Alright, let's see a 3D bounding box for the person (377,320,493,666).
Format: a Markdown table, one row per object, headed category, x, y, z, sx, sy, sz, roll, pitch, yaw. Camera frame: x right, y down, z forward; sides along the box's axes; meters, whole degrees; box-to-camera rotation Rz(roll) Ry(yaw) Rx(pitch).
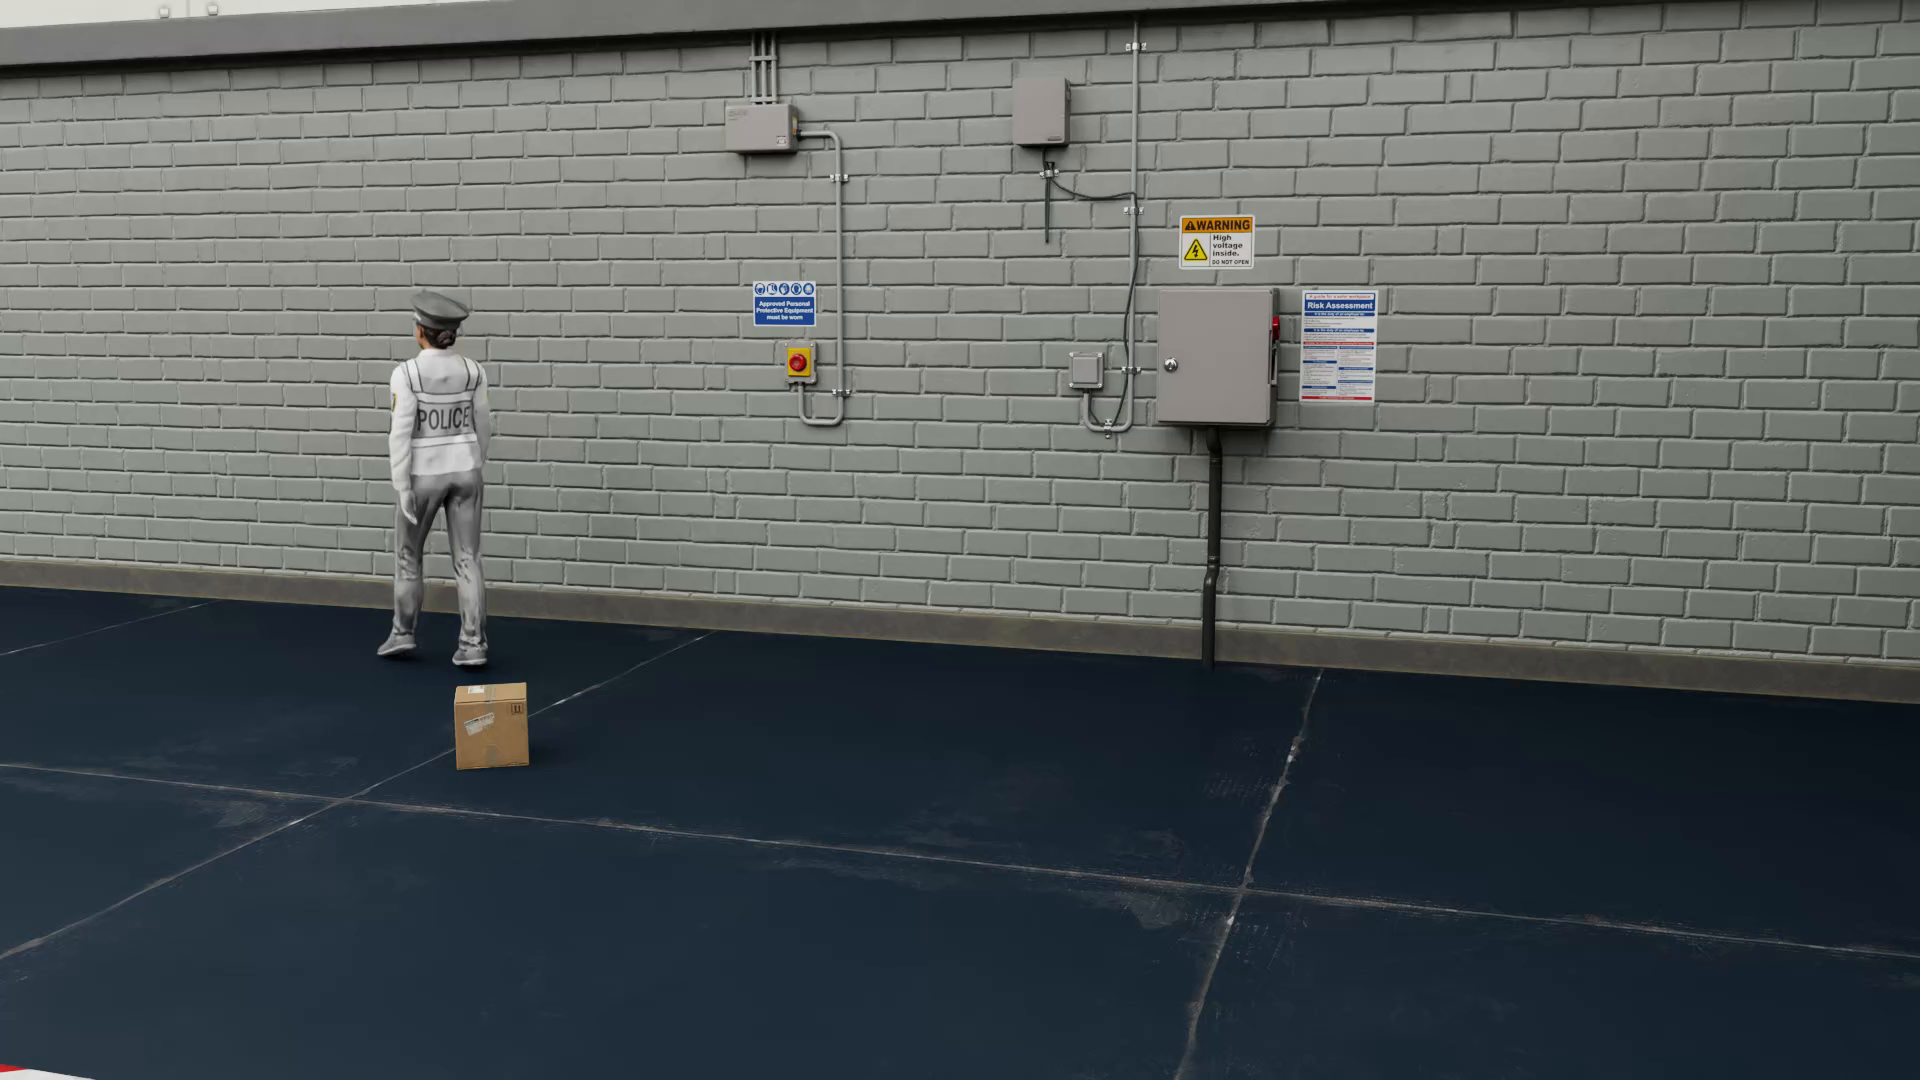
| category | x | y | z | sx | sy | sz | roll | pitch | yaw |
| --- | --- | --- | --- | --- | --- | --- | --- | --- | --- |
| person | -2.386 | -0.255 | 7.548 | 0.498 | 1.659 | 0.709 | -6 | 10 | -33 |
